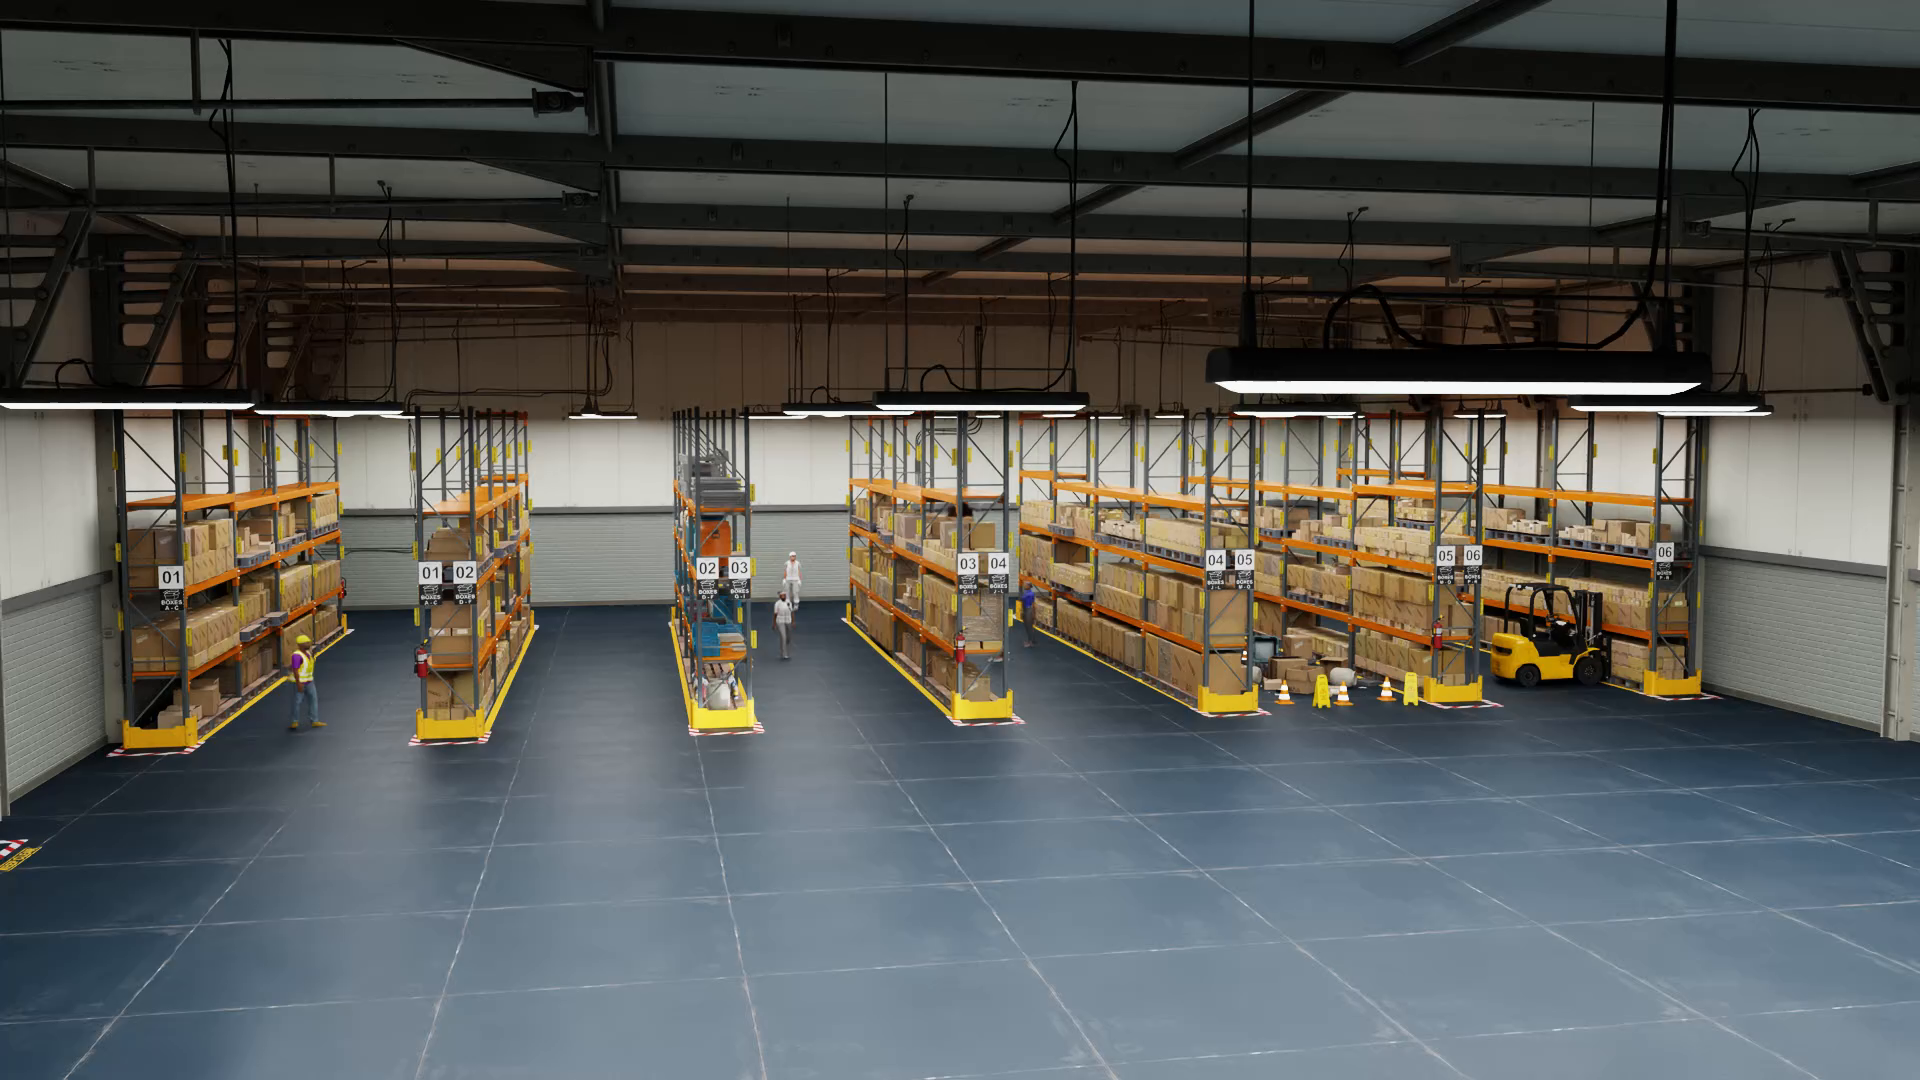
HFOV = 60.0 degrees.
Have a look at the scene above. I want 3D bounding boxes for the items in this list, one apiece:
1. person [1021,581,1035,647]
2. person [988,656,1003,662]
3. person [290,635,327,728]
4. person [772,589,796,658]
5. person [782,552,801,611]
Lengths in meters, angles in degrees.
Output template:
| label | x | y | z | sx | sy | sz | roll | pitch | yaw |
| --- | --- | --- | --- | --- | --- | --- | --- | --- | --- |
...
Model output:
| label | x | y | z | sx | sy | sz | roll | pitch | yaw |
| --- | --- | --- | --- | --- | --- | --- | --- | --- | --- |
| person | 1.736 | 1.884 | 42.430 | 0.340 | 1.653 | 0.526 | -2 | 4 | -22 |
| person | 0.845 | 2.059 | 39.622 | 0.369 | 1.673 | 0.517 | 0 | 4 | -7 |
| person | -12.277 | 2.650 | 31.047 | 0.628 | 1.755 | 0.582 | 2 | 4 | 25 |
| person | -4.295 | 2.011 | 40.470 | 0.527 | 1.645 | 0.900 | -2 | 4 | -22 |
| person | -5.087 | 1.249 | 50.282 | 0.572 | 1.797 | 0.419 | 1 | 4 | 9 |
